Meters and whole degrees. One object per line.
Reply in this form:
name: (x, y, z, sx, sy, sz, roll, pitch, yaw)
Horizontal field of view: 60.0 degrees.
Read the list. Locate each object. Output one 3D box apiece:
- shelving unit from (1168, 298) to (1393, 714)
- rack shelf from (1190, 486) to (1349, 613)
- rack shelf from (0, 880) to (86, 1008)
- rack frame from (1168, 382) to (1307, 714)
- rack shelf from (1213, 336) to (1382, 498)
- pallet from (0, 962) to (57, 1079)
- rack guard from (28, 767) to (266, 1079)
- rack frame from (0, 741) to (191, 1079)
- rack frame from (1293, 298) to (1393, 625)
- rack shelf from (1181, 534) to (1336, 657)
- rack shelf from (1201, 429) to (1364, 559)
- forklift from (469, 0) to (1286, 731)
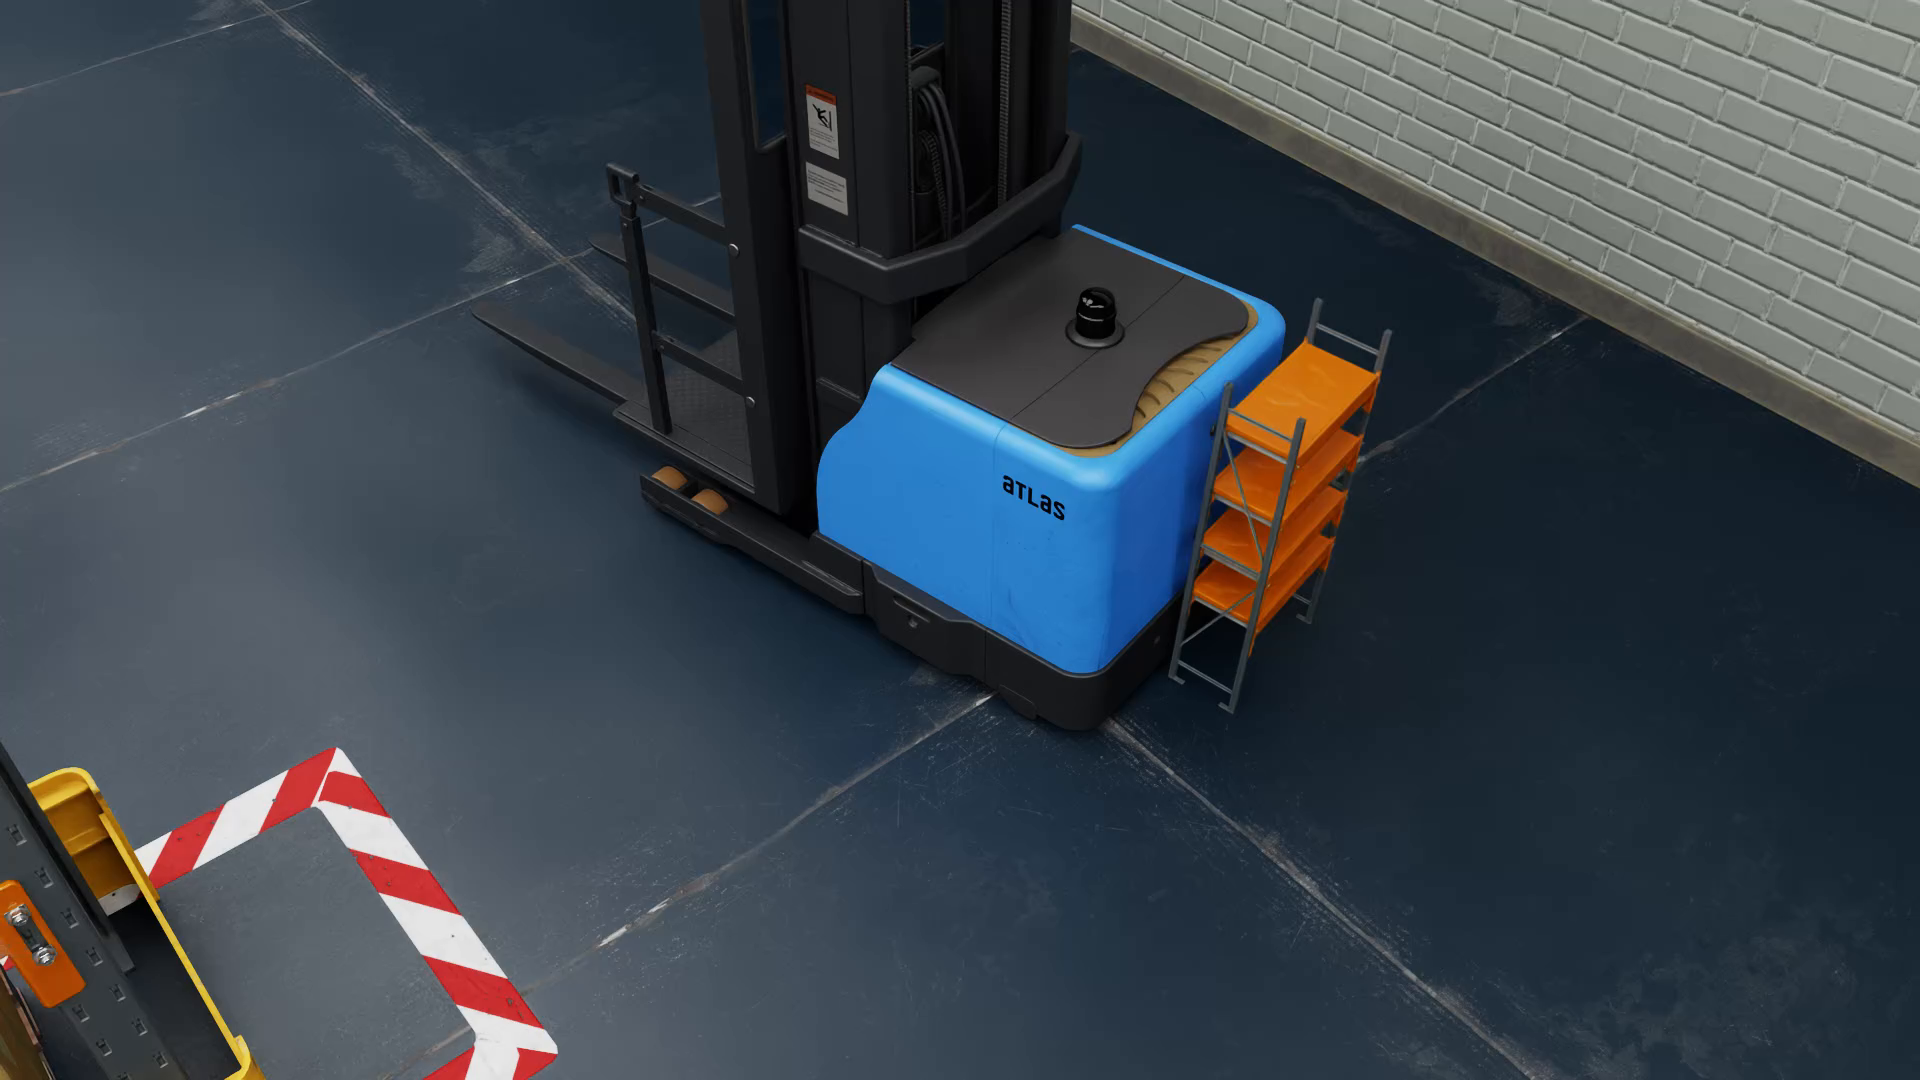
shelving unit: (0.930, -0.072, 4.941, 0.258, 1.200, 0.503, 30, 51, 24)
rack shelf: (0.928, -0.025, 4.989, 0.258, 0.148, 0.480, 30, 51, 24)
rack shelf: (-3.638, 1.385, 2.609, 4.000, 0.370, 1.077, -30, 51, -28)
rack frame: (0.781, 0.060, 4.801, 0.240, 1.200, 0.015, 30, 51, 24)
rack shelf: (0.946, -0.350, 4.664, 0.258, 0.148, 0.480, 30, 51, 24)
pallet: (-2.667, 1.654, 3.835, 1.213, 0.211, 1.003, -30, 51, -28)
rack guard: (-2.085, 1.145, 4.165, 0.348, 0.500, 1.175, -30, 51, -28)
rack frame: (-2.104, 0.245, 3.298, 0.127, 3.000, 1.000, -30, 51, -28)
rack frame: (1.080, -0.204, 5.082, 0.240, 1.200, 0.015, 30, 51, 24)
rack shelf: (0.920, 0.116, 5.129, 0.258, 0.148, 0.480, 30, 51, 24)
rack shelf: (0.936, -0.183, 4.831, 0.258, 0.148, 0.480, 30, 51, 24)
forklift: (-0.489, -1.333, 5.028, 3.031, 2.935, 1.130, 28, 50, 27)
